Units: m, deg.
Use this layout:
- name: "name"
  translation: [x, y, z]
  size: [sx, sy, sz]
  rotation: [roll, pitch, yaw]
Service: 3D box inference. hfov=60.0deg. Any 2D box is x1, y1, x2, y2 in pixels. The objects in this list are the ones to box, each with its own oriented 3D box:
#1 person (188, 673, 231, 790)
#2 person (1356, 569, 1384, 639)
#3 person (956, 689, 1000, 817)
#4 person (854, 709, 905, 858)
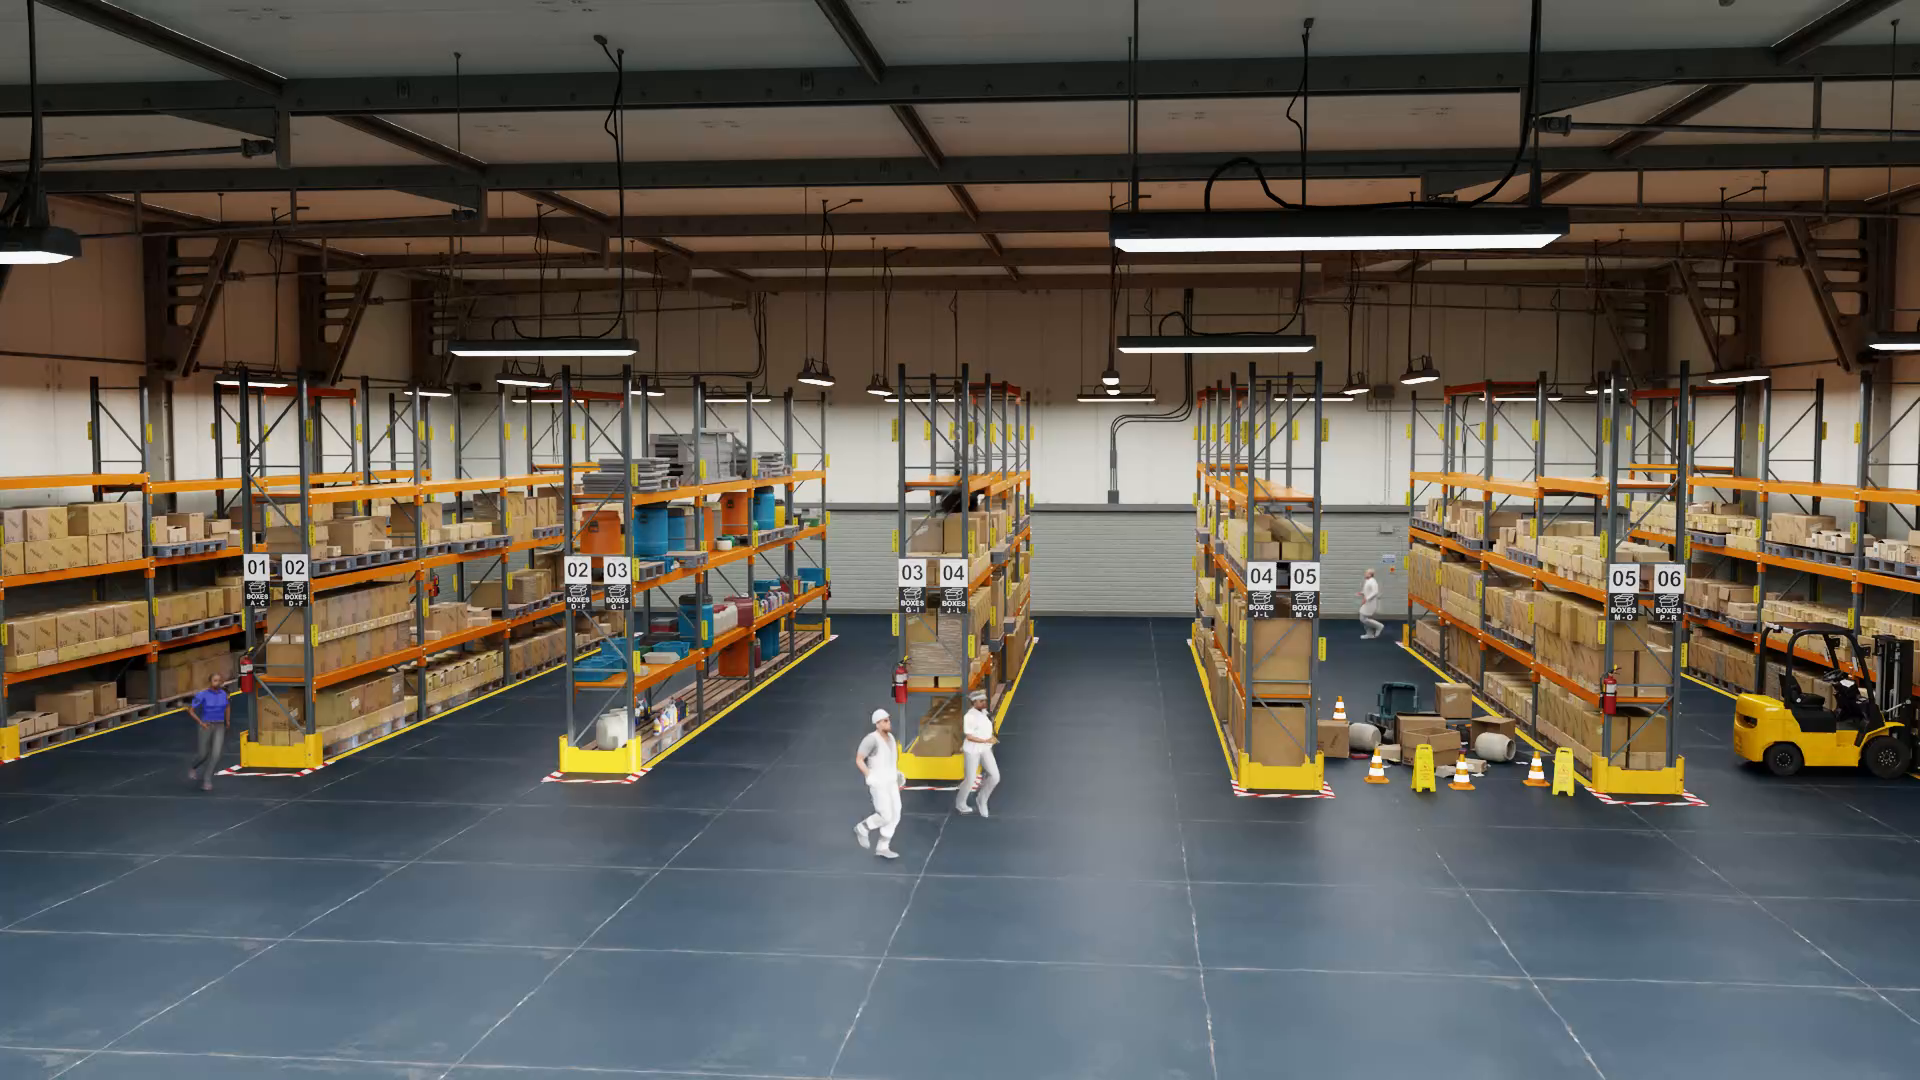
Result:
- name: "person"
  translation: [-10.668, 2.691, 23.668]
  size: [0.653, 1.618, 0.625]
  rotation: [3, 5, 40]
- name: "person"
  translation: [9.967, 1.558, 40.427]
  size: [0.686, 1.724, 0.738]
  rotation: [1, 4, 14]
- name: "person"
  translation: [0.249, 2.775, 21.660]
  size: [0.530, 1.696, 0.772]
  rotation: [-3, 5, -43]
- name: "person"
  translation: [-0.964, 2.870, 19.670]
  size: [0.545, 1.748, 0.648]
  rotation: [3, 5, 36]
